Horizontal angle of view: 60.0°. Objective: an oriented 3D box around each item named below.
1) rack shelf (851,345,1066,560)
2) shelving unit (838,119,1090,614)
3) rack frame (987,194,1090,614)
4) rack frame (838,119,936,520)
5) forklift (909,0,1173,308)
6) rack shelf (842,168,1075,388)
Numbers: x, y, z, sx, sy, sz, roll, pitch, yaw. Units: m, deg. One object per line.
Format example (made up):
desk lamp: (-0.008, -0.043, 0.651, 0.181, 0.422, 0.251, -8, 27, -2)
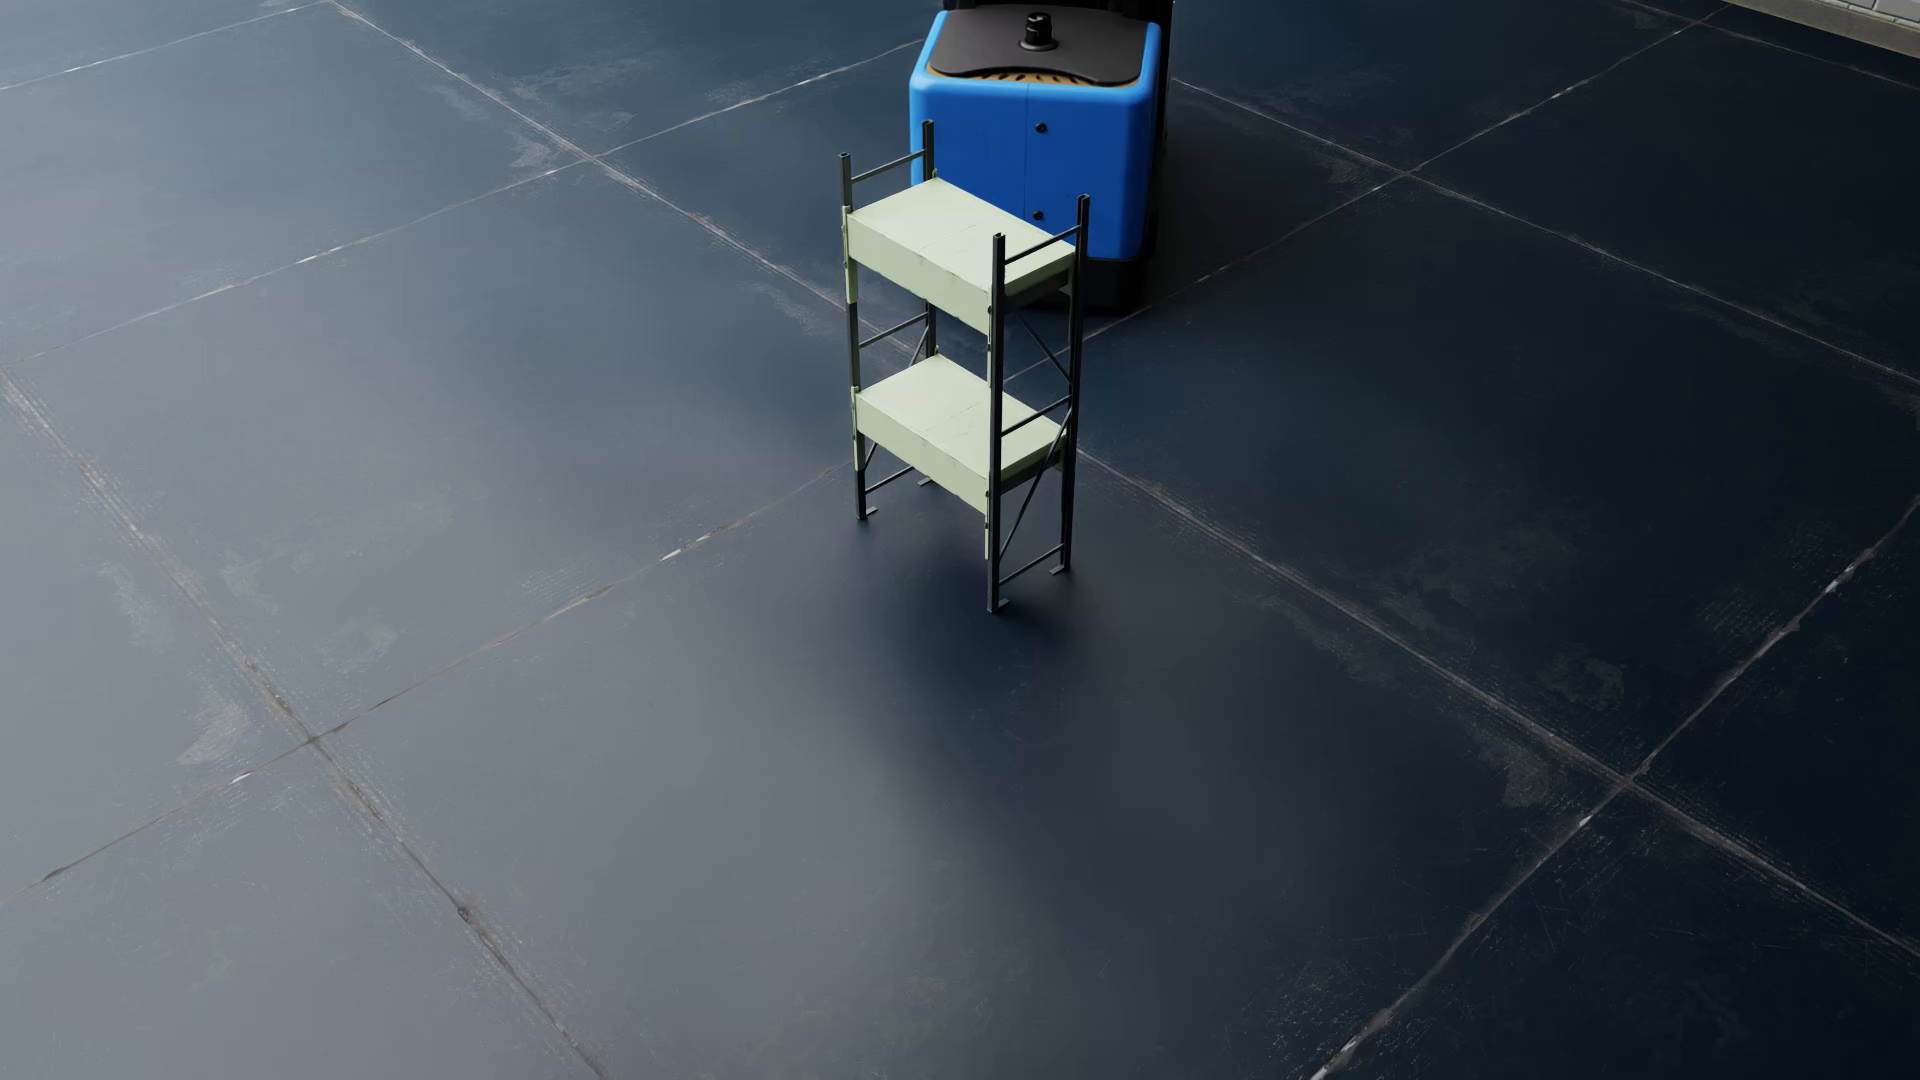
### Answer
rack shelf: (0.005, -0.327, 5.980, 0.431, 0.370, 0.720, -30, 48, -32)
shelving unit: (0.005, -0.580, 5.775, 0.431, 1.500, 0.755, -30, 48, -32)
rack frame: (0.252, -0.411, 5.565, 0.400, 1.500, 0.023, -30, 48, -32)
rack frame: (-0.243, -0.750, 5.985, 0.400, 1.500, 0.023, -30, 48, -32)
forklift: (0.500, -3.098, 7.753, 1.130, 2.935, 3.031, 5, 39, 7)
rack shelf: (0.005, -0.884, 5.530, 0.431, 0.370, 0.720, -30, 48, -32)
